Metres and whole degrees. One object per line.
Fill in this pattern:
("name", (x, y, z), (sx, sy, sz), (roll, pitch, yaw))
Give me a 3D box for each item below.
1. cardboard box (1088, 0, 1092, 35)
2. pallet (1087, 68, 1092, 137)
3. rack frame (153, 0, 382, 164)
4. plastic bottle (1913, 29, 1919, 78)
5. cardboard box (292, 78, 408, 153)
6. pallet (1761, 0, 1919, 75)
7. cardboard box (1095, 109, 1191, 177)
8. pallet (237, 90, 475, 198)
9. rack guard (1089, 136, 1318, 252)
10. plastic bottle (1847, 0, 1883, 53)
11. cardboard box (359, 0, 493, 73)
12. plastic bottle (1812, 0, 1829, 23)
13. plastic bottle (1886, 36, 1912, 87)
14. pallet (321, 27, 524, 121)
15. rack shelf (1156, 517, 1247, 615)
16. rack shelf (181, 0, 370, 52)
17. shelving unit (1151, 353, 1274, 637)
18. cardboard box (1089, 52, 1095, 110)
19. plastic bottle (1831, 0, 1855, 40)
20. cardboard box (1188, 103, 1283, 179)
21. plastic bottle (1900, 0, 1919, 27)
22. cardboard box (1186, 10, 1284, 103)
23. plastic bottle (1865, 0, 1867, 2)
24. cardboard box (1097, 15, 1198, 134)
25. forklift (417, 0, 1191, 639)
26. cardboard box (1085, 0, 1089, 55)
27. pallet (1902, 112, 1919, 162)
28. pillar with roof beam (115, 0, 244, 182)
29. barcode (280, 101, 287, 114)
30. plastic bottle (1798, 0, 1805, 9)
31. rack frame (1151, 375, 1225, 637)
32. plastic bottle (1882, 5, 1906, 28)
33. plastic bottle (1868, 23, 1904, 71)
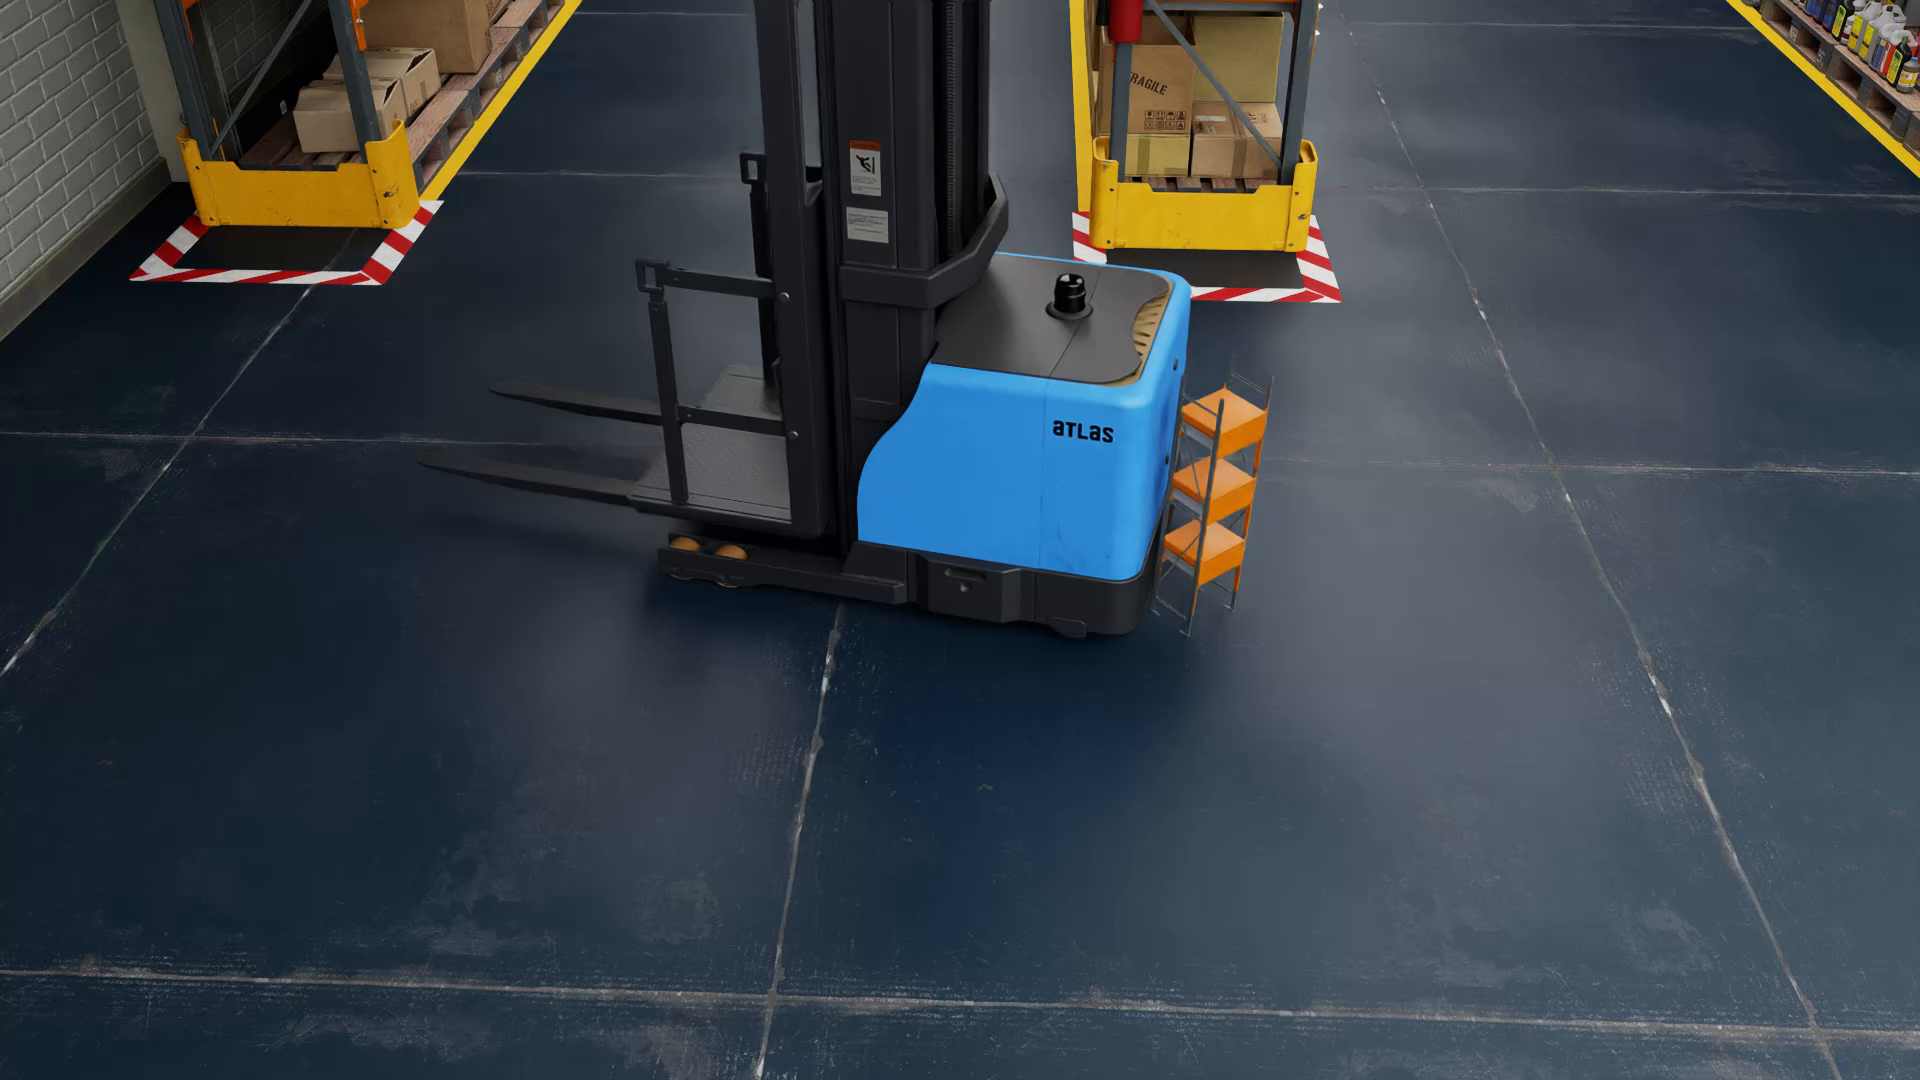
("cardboard box", (1.069, -3.435, 10.402), (0.500, 0.500, 0.500), (1, 35, 2))
("pallet", (1.338, -2.902, 10.696), (1.003, 0.211, 1.213), (1, 35, 2))
("rack frame", (-3.652, -3.016, 8.433), (1.000, 3.000, 0.127), (1, 35, 2))
("plastic bottle", (6.027, -3.063, 10.480), (0.061, 0.283, 0.133), (1, 35, 2))
("cardboard box", (-3.534, -2.491, 9.642), (0.500, 0.311, 0.500), (-2, 35, -3))
("pallet", (6.339, -3.560, 11.631), (1.003, 0.211, 1.213), (1, 35, 2))
("cardboard box", (1.024, -2.266, 9.391), (0.500, 0.250, 0.500), (1, 35, 2))
("pallet", (-3.581, -2.385, 9.960), (1.003, 0.211, 1.213), (1, 35, 2))
("rack guard", (1.297, -1.867, 8.972), (1.175, 0.500, 0.348), (1, 35, 2))
("plastic bottle", (5.936, -3.375, 10.864), (0.144, 0.351, 0.185), (1, 35, 2))
("cardboard box", (-3.432, -3.317, 10.652), (0.700, 0.500, 0.500), (-1, 35, -1))
("plastic bottle", (5.961, -3.727, 11.366), (0.144, 0.351, 0.185), (2, 35, 3))
("plastic bottle", (5.869, -2.989, 10.374), (0.061, 0.283, 0.133), (2, 35, 3))
("pallet", (-3.529, -3.084, 10.954), (1.003, 0.211, 1.213), (1, 35, 2))
("rack shelf", (0.895, 0.084, 6.210), (0.240, 0.259, 0.215), (-25, 45, -31))
("rack shelf", (-3.572, -3.871, 10.275), (1.077, 0.370, 4.000), (1, 35, 2))
("shelving unit", (0.904, -0.146, 6.035), (0.252, 1.050, 0.215), (-25, 45, -31))
("cardboard box", (1.051, -2.840, 10.209), (0.500, 0.250, 0.500), (1, 35, 2))
("plastic bottle", (5.905, -3.497, 11.098), (0.061, 0.283, 0.133), (3, 35, 4))
("cardboard box", (1.542, -2.254, 9.374), (0.500, 0.250, 0.500), (1, 35, 2))
("plastic bottle", (6.513, -3.653, 11.325), (0.152, 0.276, 0.135), (1, 35, 2))
("cardboard box", (1.560, -2.848, 9.567), (0.500, 0.500, 0.500), (1, 35, 2))
("plastic bottle", (6.075, -3.609, 11.266), (0.097, 0.271, 0.097), (0, 35, 0))
("cardboard box", (1.022, -2.572, 9.175), (0.500, 0.500, 0.500), (1, 35, 2))
("forklift", (-0.682, -1.295, 6.044), (3.031, 2.935, 1.130), (9, 36, 12))
("cardboard box", (1.086, -3.415, 11.027), (0.500, 0.250, 0.500), (1, 35, 2))
("pallet", (6.241, -2.158, 9.637), (1.003, 0.211, 1.213), (1, 35, 2))
("pillar with roof beam", (-0.187, -5.793, 7.167), (9.100, 9.000, 0.400), (1, 35, 2))
("barcode", (-3.933, -2.515, 9.667), (0.001, 0.075, 0.075), (1, 35, 2))
("plastic bottle", (5.949, -3.831, 11.643), (0.097, 0.201, 0.097), (0, 35, 0))
("rack frame", (0.810, -0.101, 5.972), (0.008, 1.050, 0.200), (-25, 45, -31))
("plastic bottle", (6.085, -3.355, 10.901), (0.152, 0.276, 0.135), (1, 35, 2))
("plastic bottle", (5.926, -3.142, 10.598), (0.152, 0.276, 0.135), (0, 35, 1))
